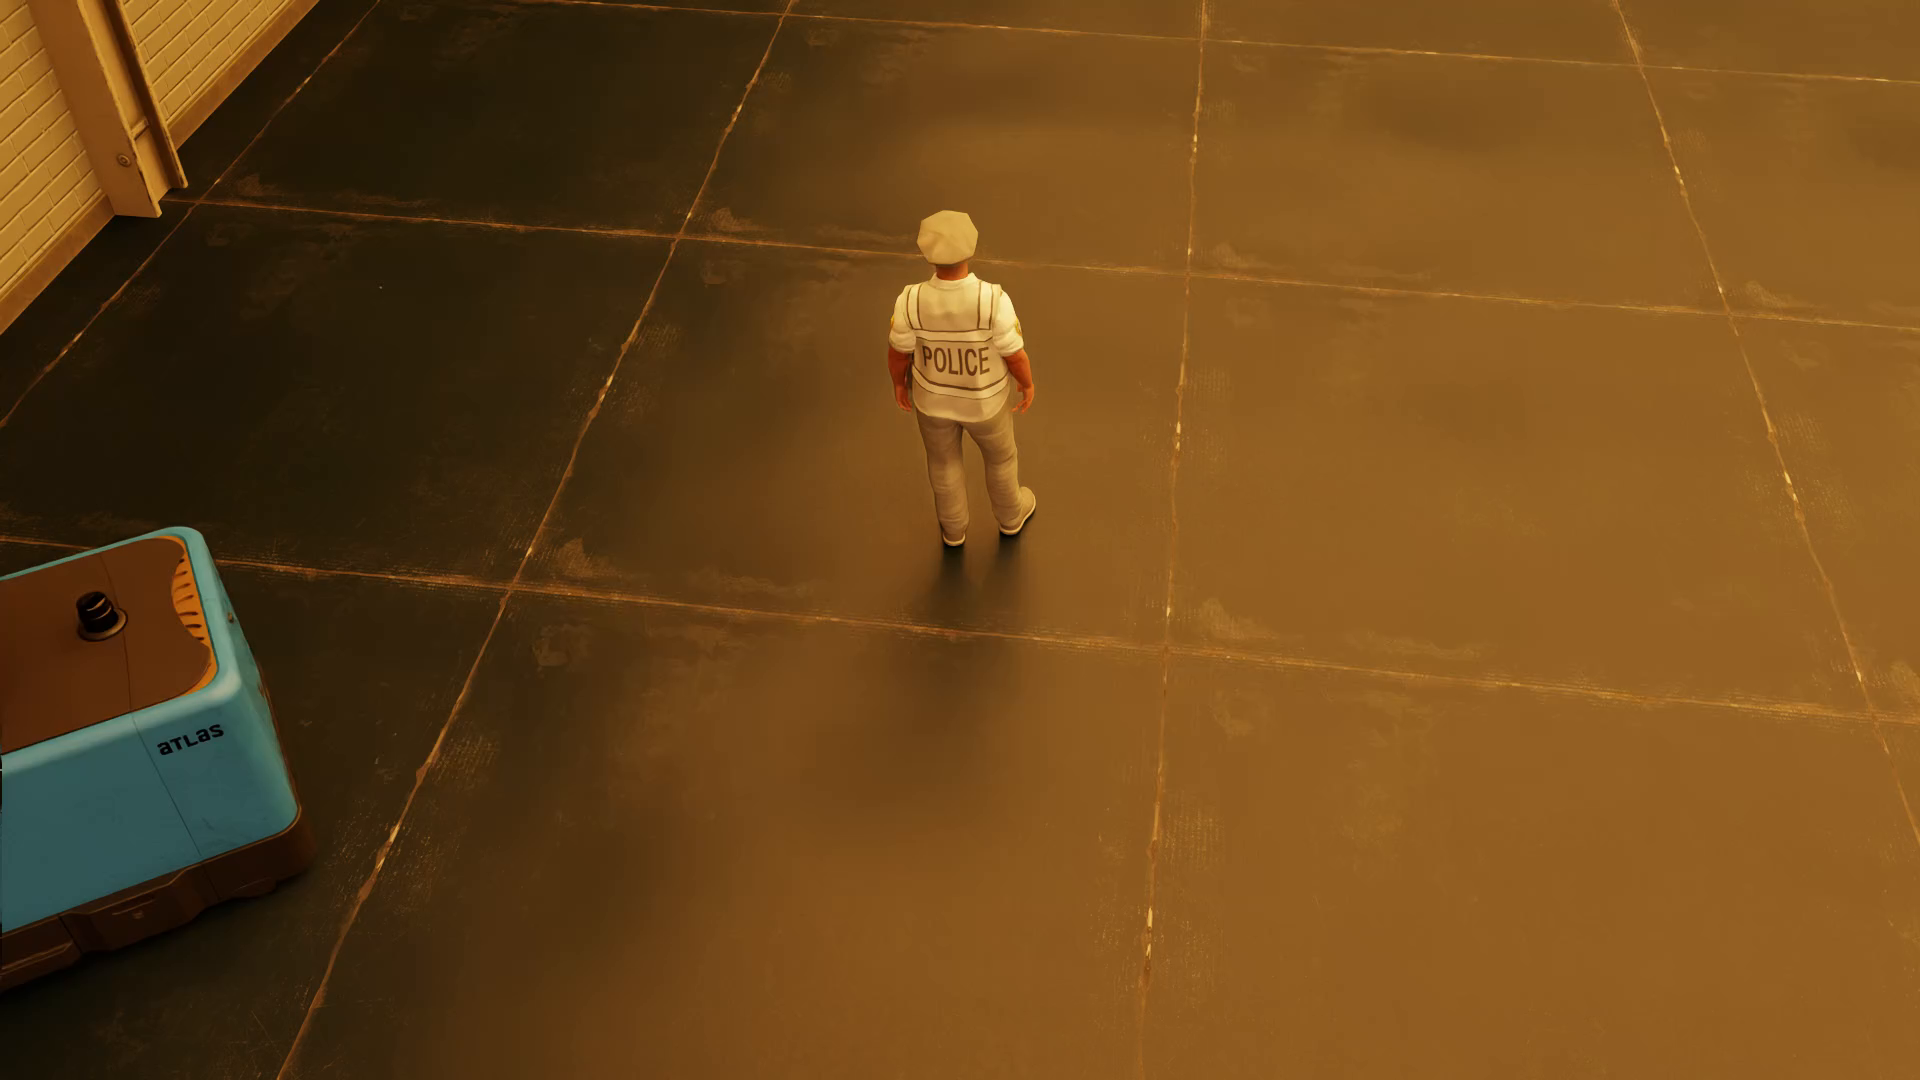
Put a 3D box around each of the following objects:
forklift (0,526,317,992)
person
[{"bbox_3d":[-4.046,0.385,5.306,3.031,2.935,1.130,-19,46,-20],"label":"forklift"},{"bbox_3d":[0.022,-0.712,7.339,0.640,1.781,0.575,5,43,6],"label":"person"}]
